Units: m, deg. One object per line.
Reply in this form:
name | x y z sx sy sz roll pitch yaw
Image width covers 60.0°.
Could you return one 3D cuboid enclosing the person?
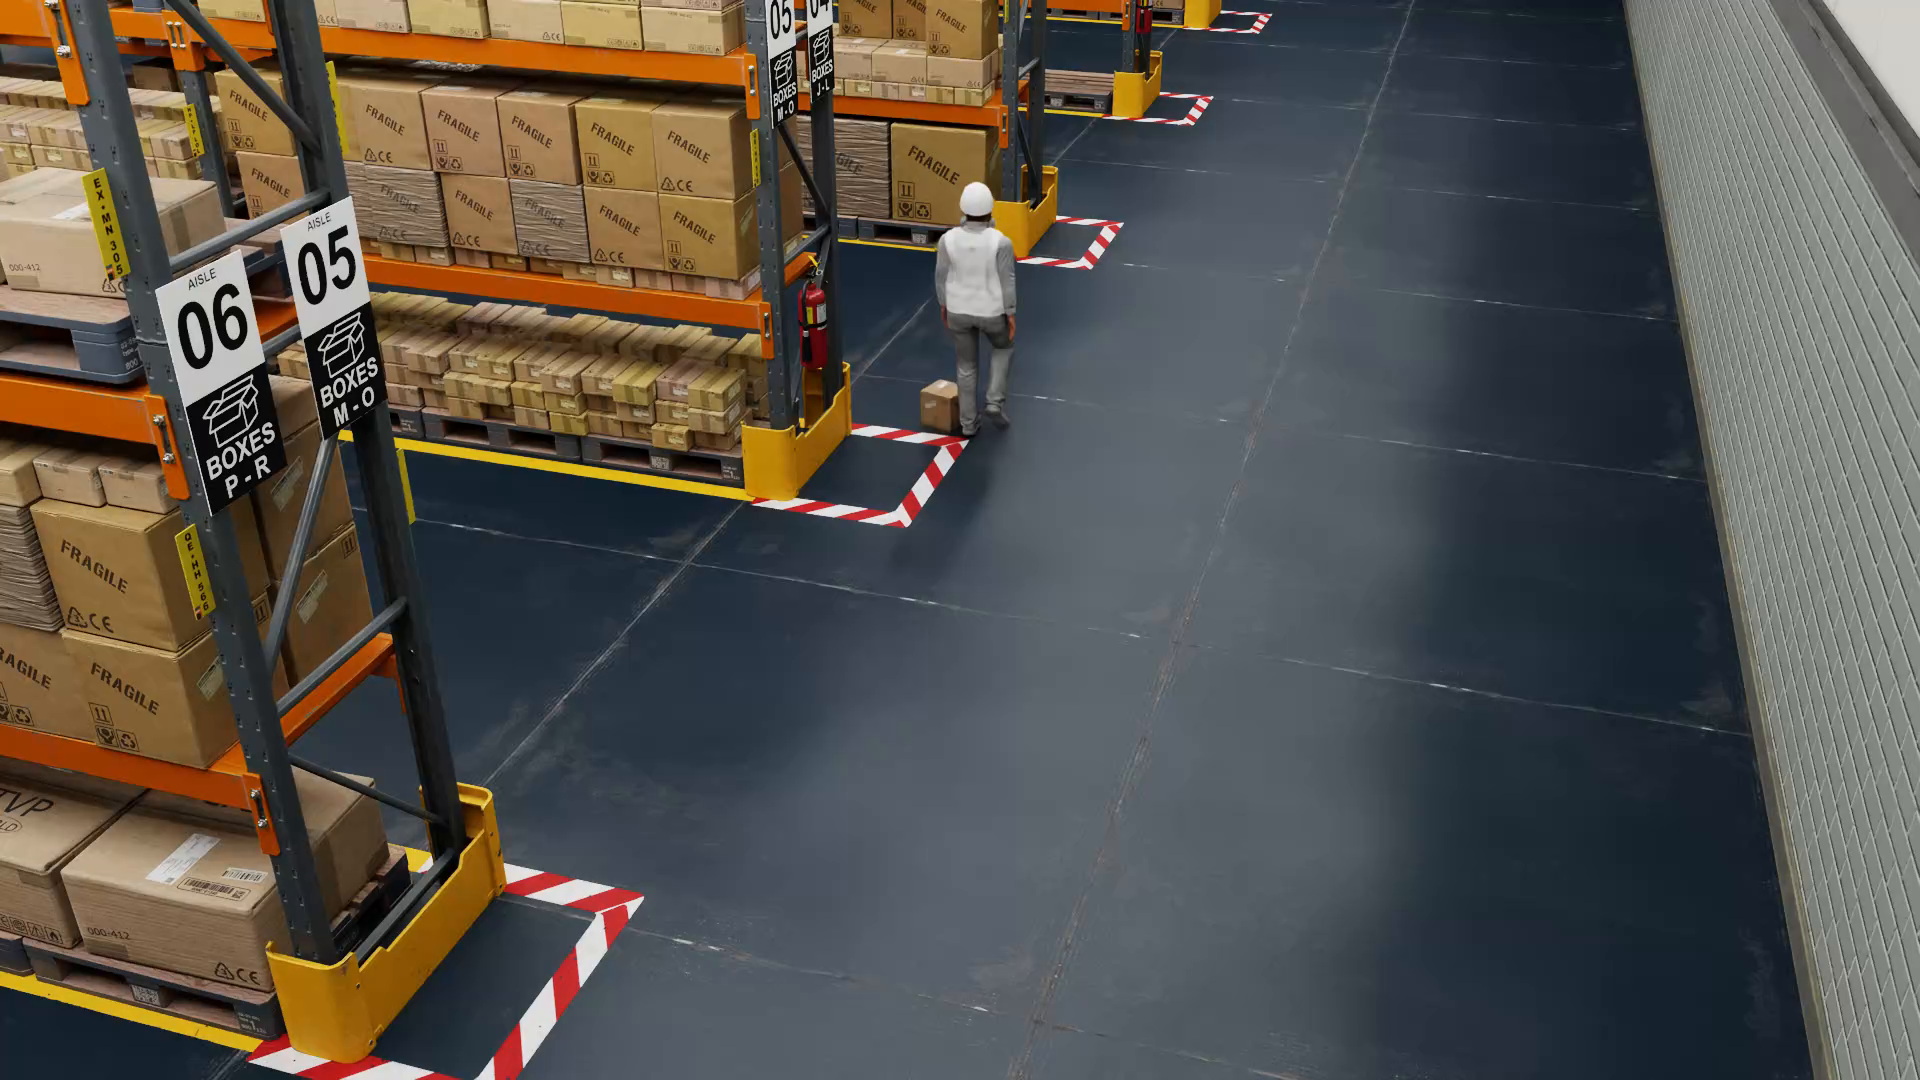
person | 0.119 -1.578 11.301 0.564 1.794 0.497 4 29 8
